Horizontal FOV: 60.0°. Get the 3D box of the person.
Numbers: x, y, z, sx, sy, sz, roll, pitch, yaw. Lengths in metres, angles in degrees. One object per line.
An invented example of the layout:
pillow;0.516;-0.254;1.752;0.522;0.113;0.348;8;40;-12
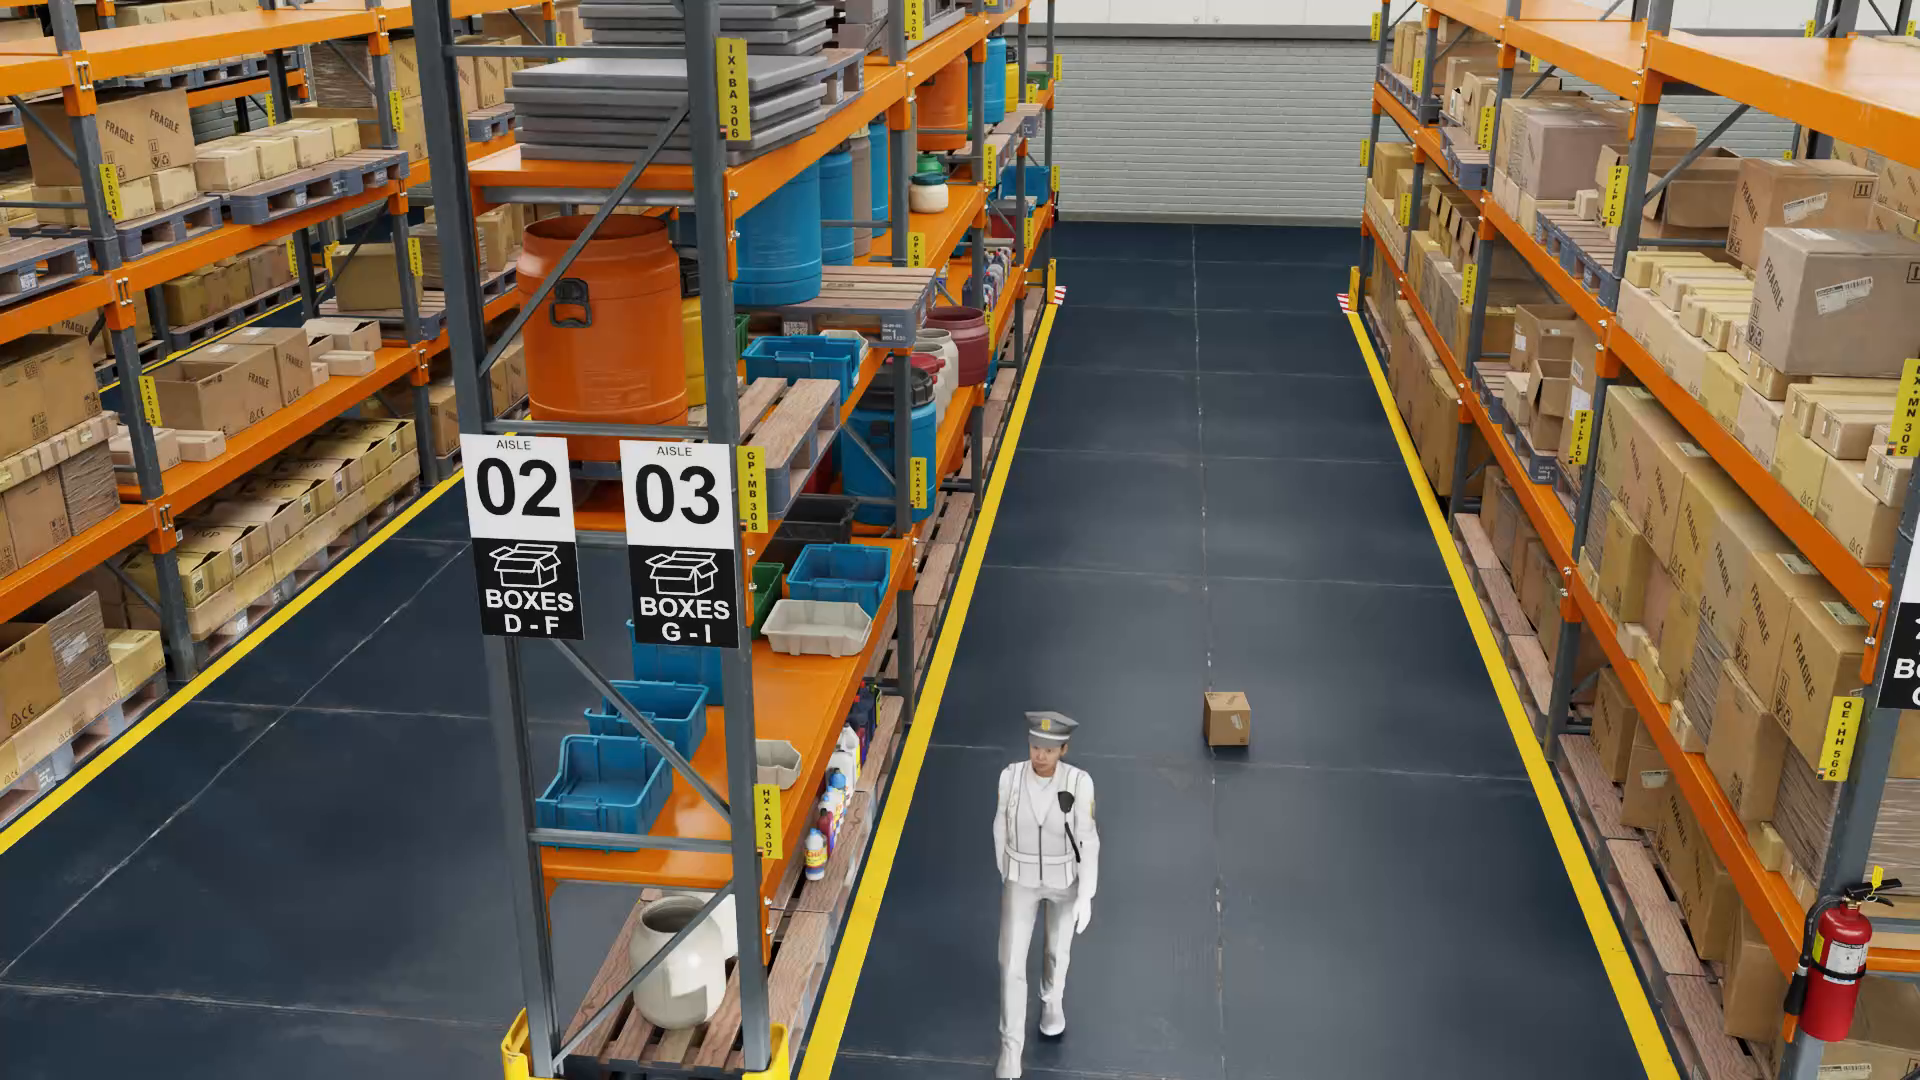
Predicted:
person;0.374;1.580;7.433;0.485;1.752;0.606;2;21;6
